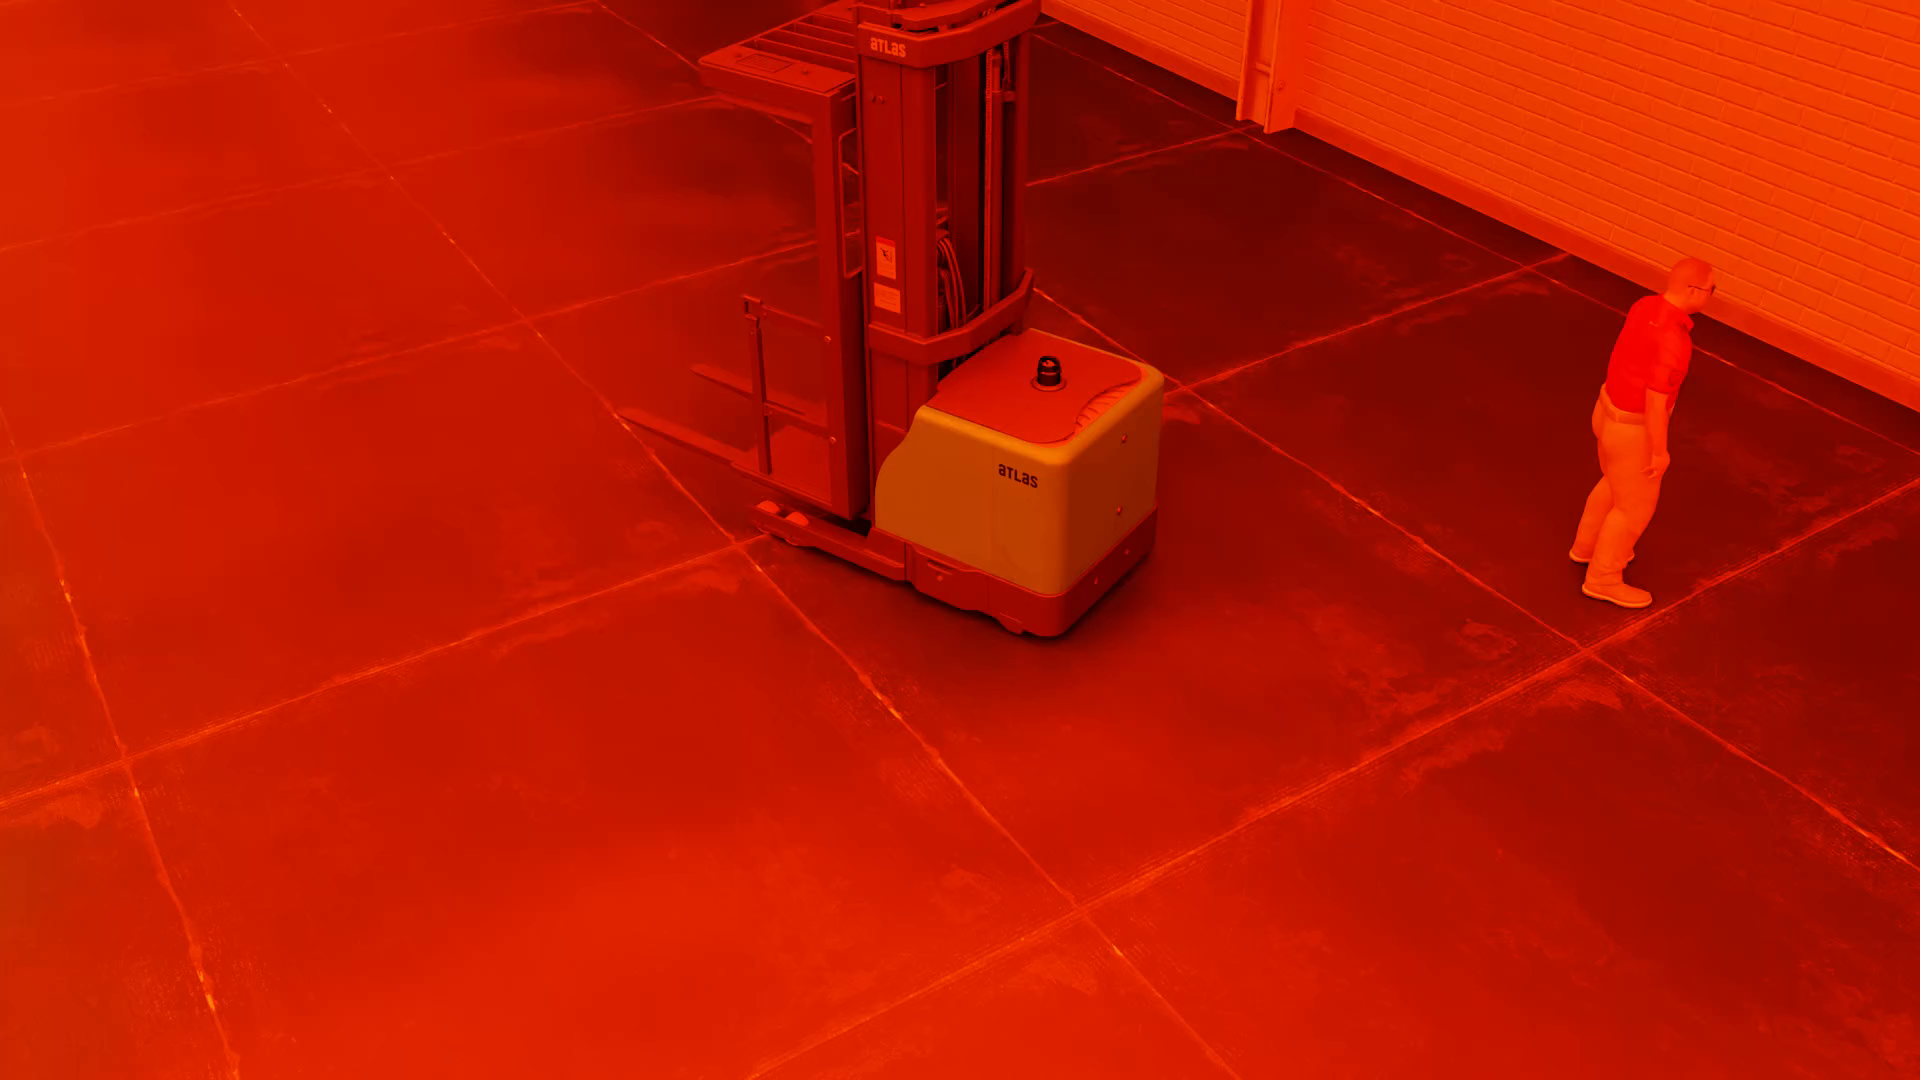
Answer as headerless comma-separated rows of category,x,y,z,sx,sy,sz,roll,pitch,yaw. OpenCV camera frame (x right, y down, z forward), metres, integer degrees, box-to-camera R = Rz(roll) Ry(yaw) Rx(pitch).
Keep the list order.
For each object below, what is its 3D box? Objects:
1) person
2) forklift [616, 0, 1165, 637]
person,3.256,-0.539,7.961,0.399,1.726,0.601,2,35,3
forklift,-0.500,-1.399,8.138,3.031,2.935,1.130,22,41,28
